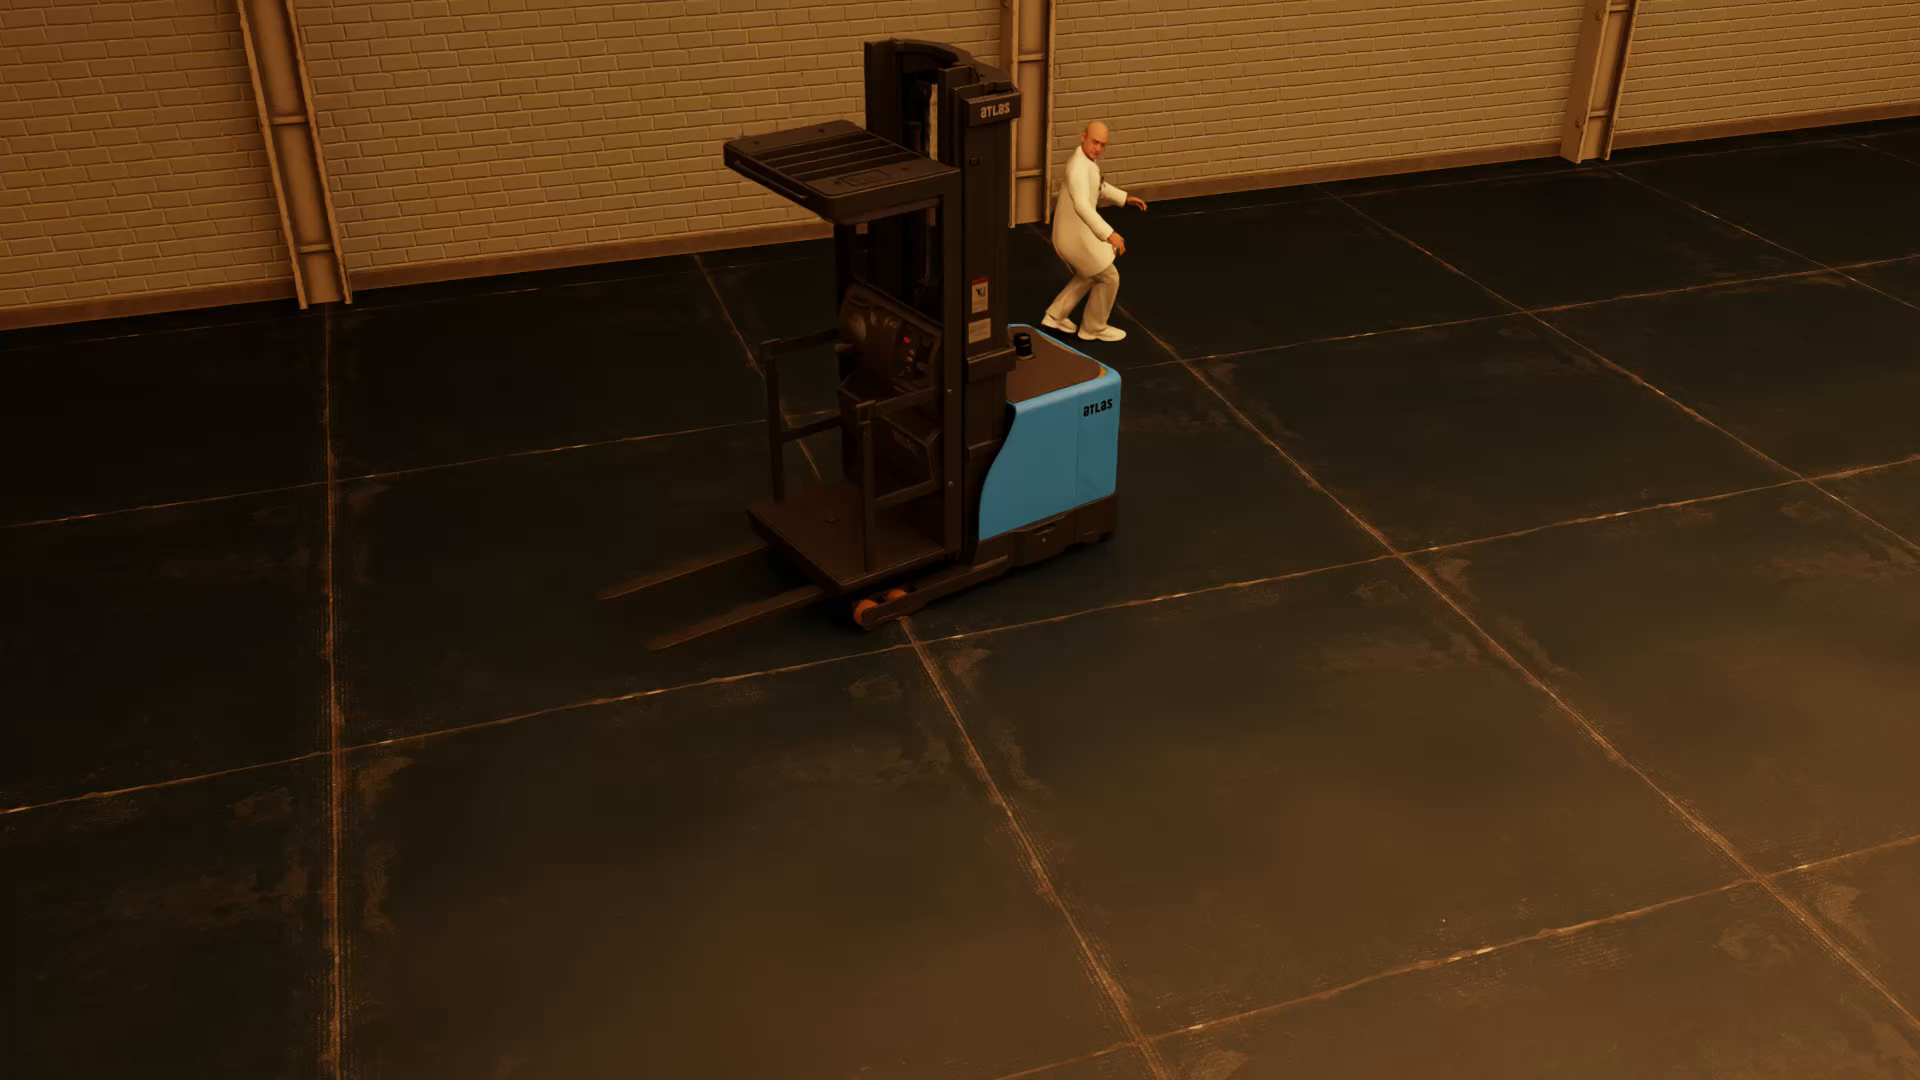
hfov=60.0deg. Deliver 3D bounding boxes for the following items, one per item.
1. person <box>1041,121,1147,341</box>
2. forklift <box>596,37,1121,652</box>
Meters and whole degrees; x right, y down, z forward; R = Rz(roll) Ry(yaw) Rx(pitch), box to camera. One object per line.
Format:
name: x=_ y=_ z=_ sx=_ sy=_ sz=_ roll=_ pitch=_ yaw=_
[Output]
person: x=1.028 y=-2.249 z=12.268 sx=0.835 sy=1.667 sz=0.888 roll=-5 pitch=30 yaw=-9
forklift: x=-0.556 y=-1.072 z=8.951 sx=3.031 sy=2.935 sz=1.130 roll=-19 pitch=35 yaw=-30
